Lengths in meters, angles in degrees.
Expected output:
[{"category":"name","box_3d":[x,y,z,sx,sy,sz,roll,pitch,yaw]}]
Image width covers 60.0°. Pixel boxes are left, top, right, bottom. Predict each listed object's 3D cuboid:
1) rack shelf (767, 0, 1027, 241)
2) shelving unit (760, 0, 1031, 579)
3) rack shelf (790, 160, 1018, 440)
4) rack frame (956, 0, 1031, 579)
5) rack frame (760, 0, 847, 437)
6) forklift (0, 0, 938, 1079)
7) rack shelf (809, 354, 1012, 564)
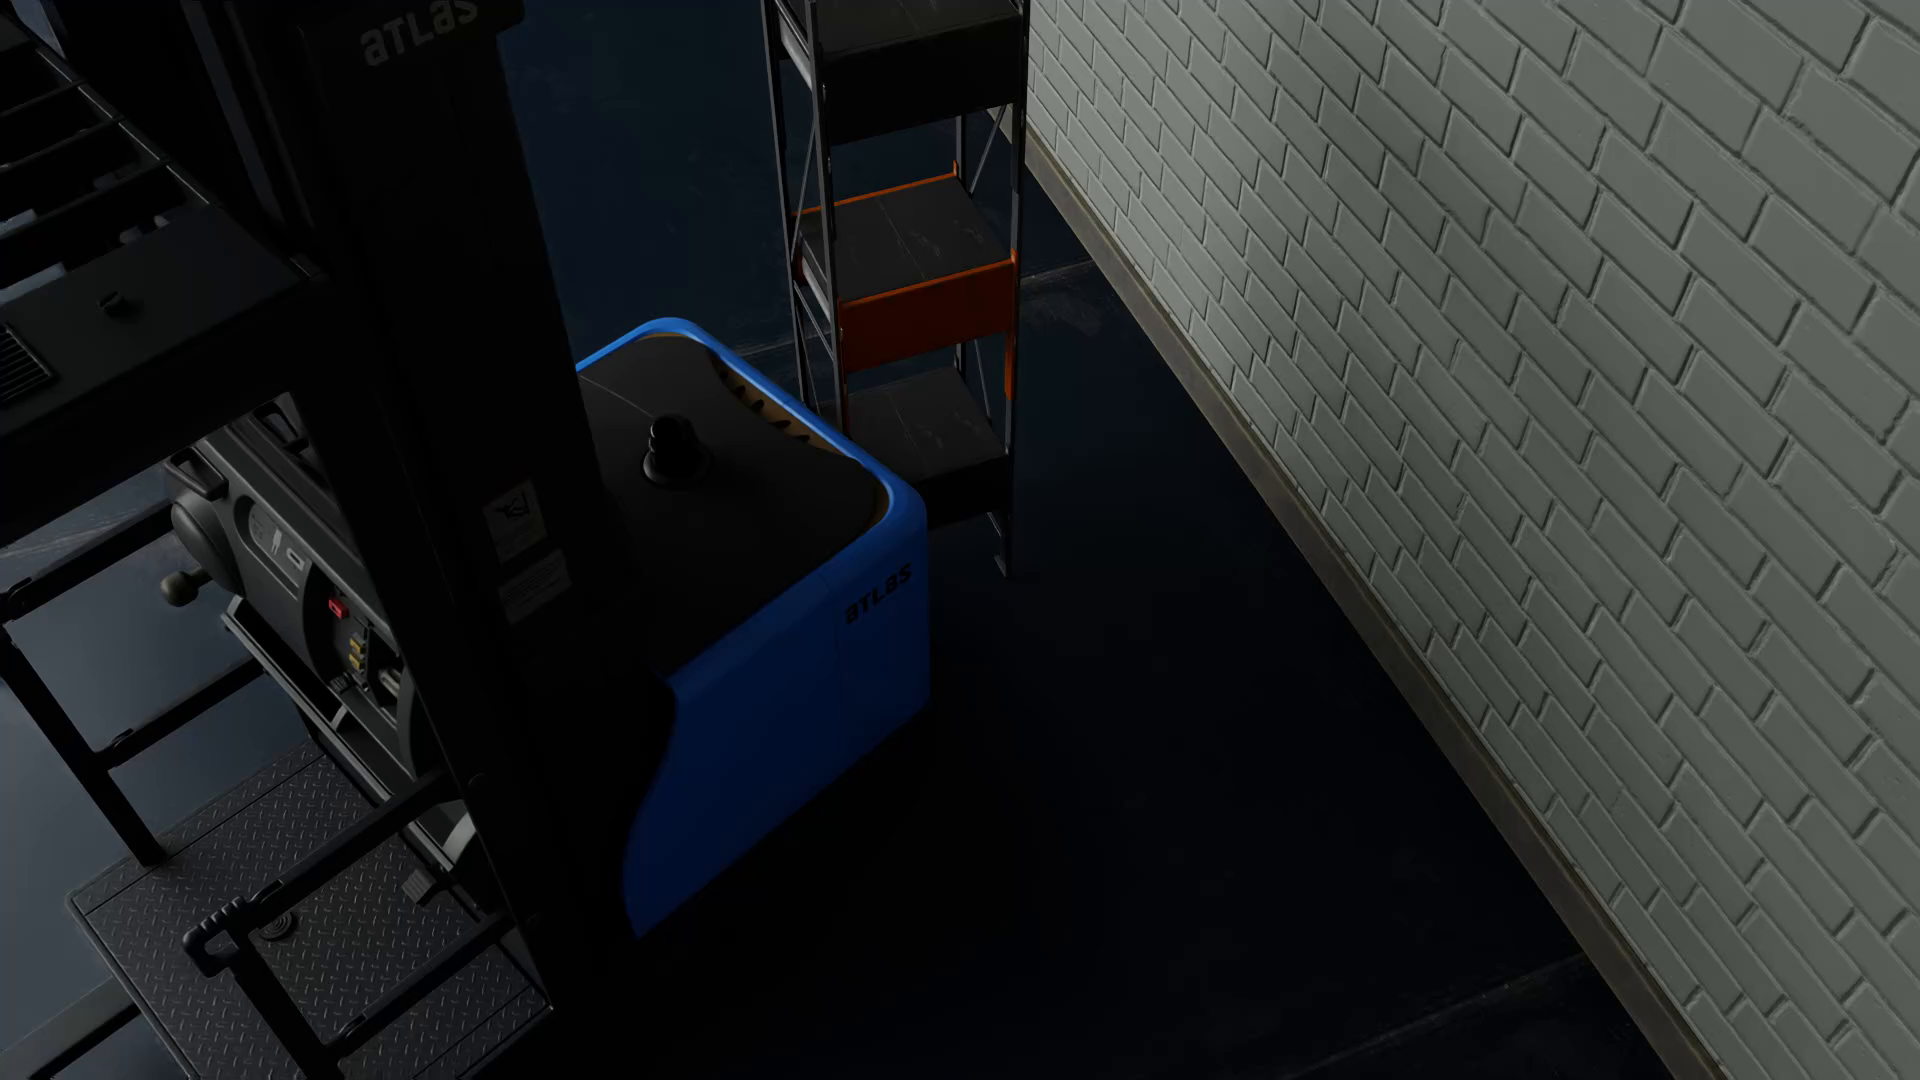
[{"category":"rack shelf","box_3d":[-0.153,-1.084,3.892,0.480,0.518,0.431,-17,52,-14]},{"category":"shelving unit","box_3d":[-0.153,-0.637,4.413,0.503,2.100,0.431,-17,52,-14]},{"category":"rack shelf","box_3d":[-0.153,-0.628,4.423,0.480,0.518,0.431,-17,52,-14]},{"category":"rack frame","box_3d":[0.073,-0.707,4.473,0.015,2.100,0.400,-17,52,-14]},{"category":"rack frame","box_3d":[-0.379,-0.567,4.353,0.015,2.100,0.400,-17,52,-14]},{"category":"forklift","box_3d":[-1.461,0.183,3.161,3.031,2.935,1.130,-37,59,-27]},{"category":"rack shelf","box_3d":[-0.153,-0.172,4.954,0.480,0.518,0.431,-17,52,-14]}]
